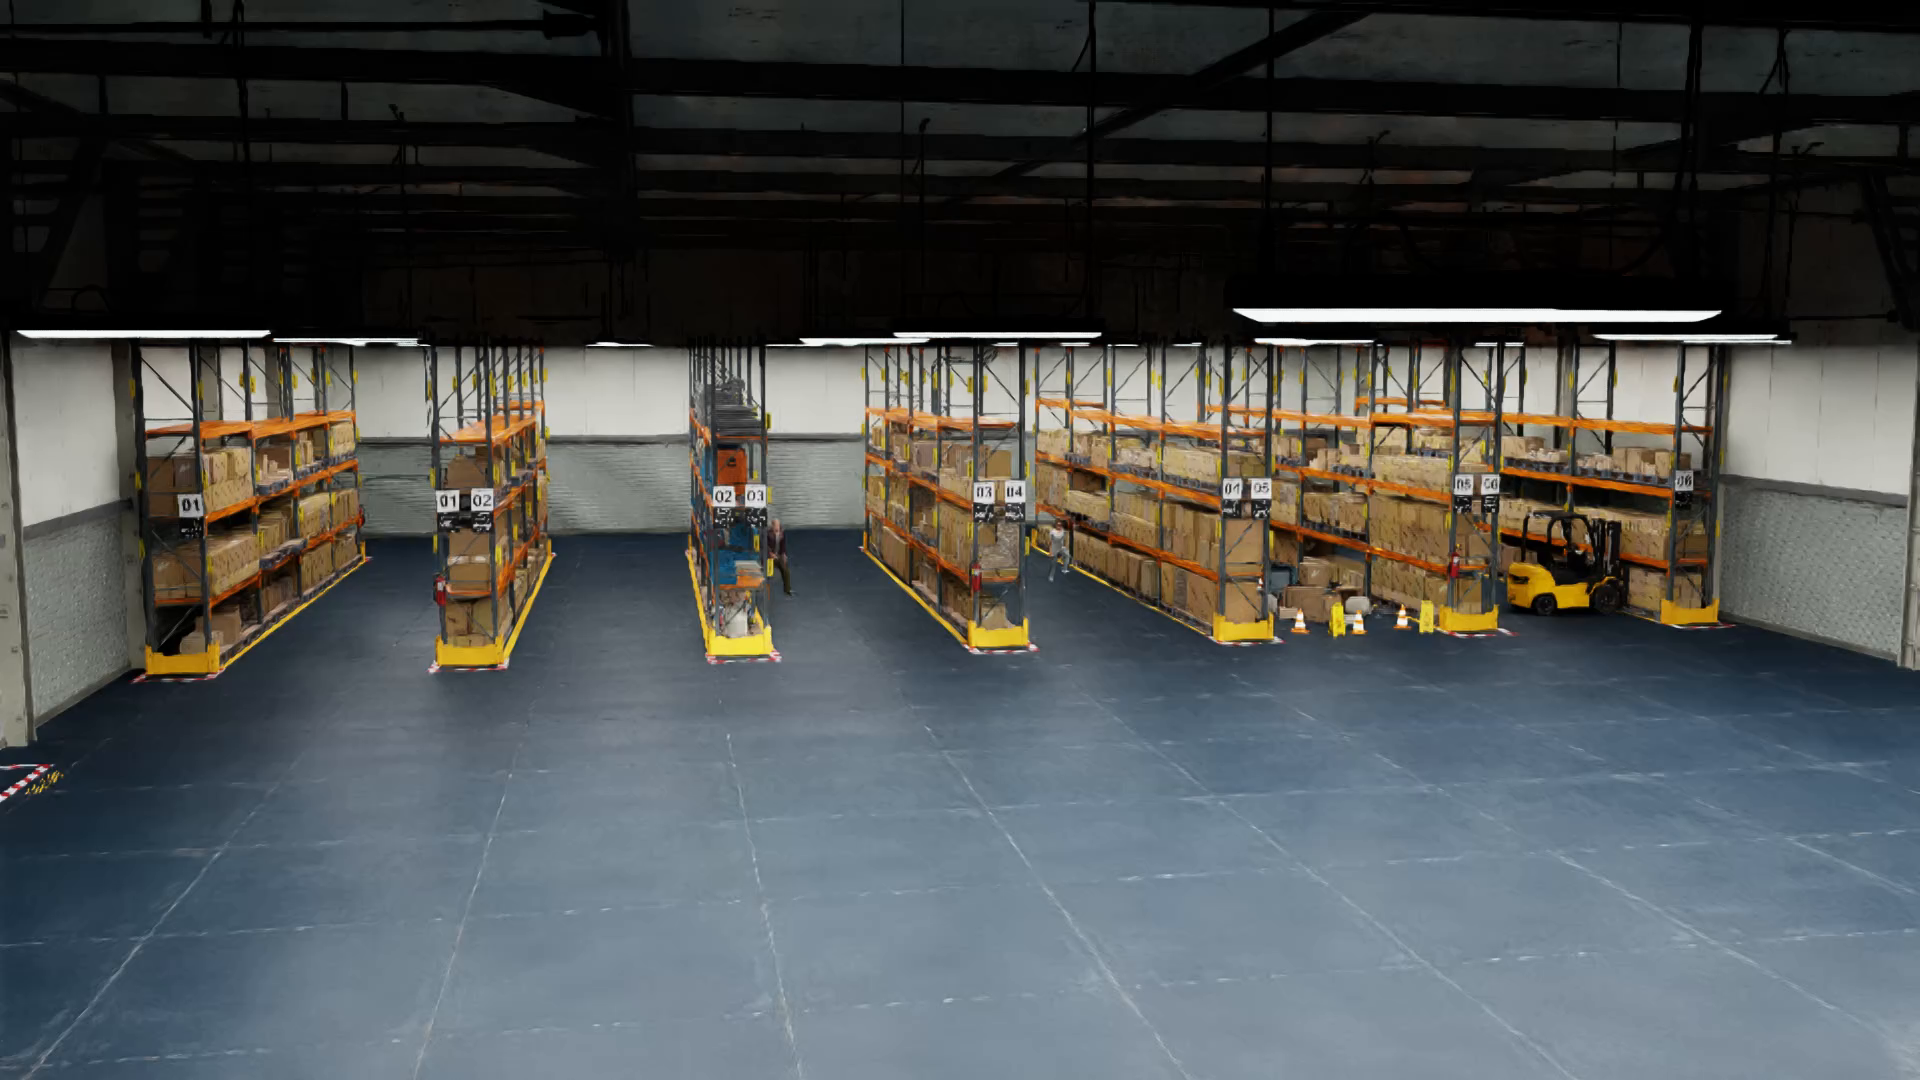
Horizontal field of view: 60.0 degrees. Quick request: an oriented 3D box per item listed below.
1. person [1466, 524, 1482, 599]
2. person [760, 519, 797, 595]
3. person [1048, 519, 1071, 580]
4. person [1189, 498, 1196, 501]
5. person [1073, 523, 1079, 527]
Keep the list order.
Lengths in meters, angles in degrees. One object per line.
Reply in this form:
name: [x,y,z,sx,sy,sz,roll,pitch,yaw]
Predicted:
person: [11.583,0.509,37.759,0.580,1.763,0.673,3,7,21]
person: [-4.101,0.371,36.783,0.735,1.717,0.871,-4,7,-29]
person: [2.395,0.251,40.688,0.474,1.571,1.117,-1,7,-8]
person: [7.499,-1.175,52.492,0.447,1.760,0.702,-5,8,-39]
person: [3.739,-1.262,53.199,0.758,1.771,0.525,6,9,44]
